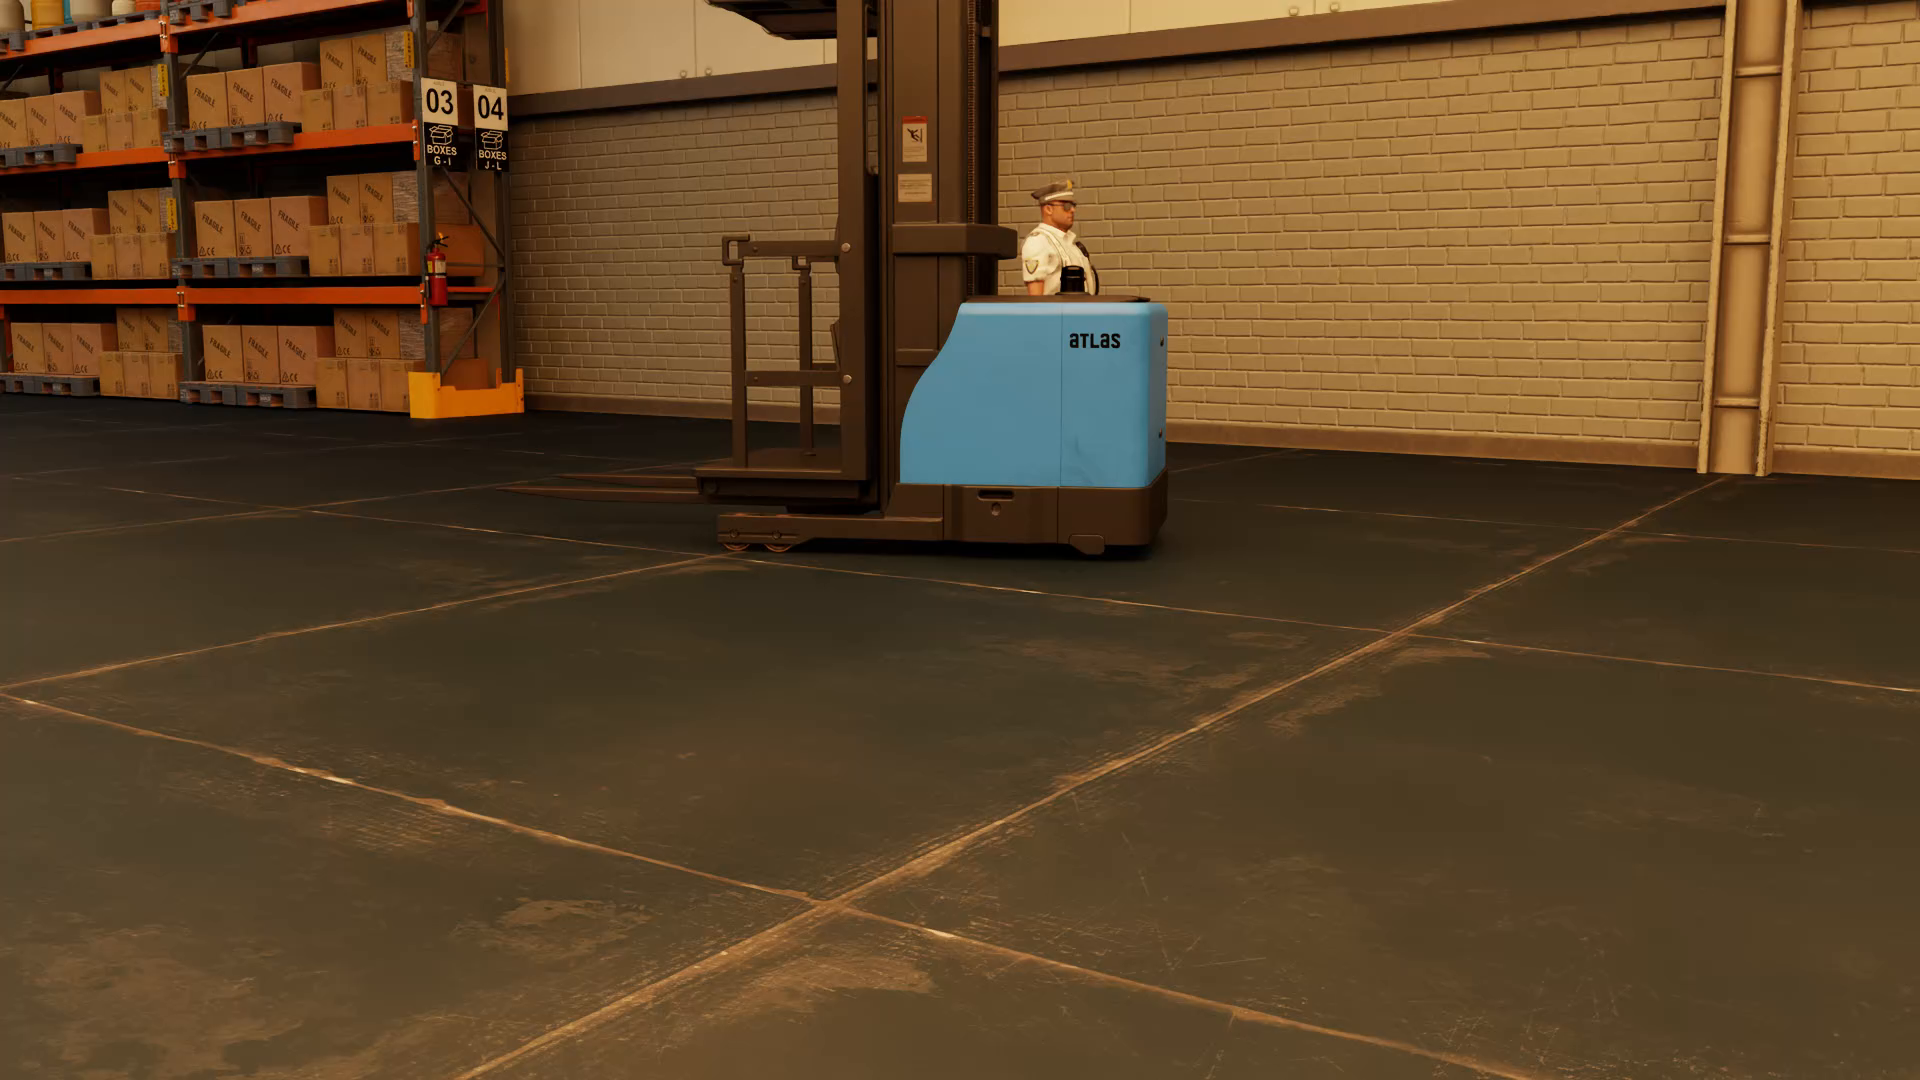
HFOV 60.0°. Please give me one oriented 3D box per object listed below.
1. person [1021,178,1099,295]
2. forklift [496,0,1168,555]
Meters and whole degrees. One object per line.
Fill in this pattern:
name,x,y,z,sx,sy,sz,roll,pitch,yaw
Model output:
person,0.575,-1.169,9.544,0.369,1.771,0.544,4,9,25
forklift,-0.596,-1.469,7.520,3.031,2.935,1.130,2,8,12
